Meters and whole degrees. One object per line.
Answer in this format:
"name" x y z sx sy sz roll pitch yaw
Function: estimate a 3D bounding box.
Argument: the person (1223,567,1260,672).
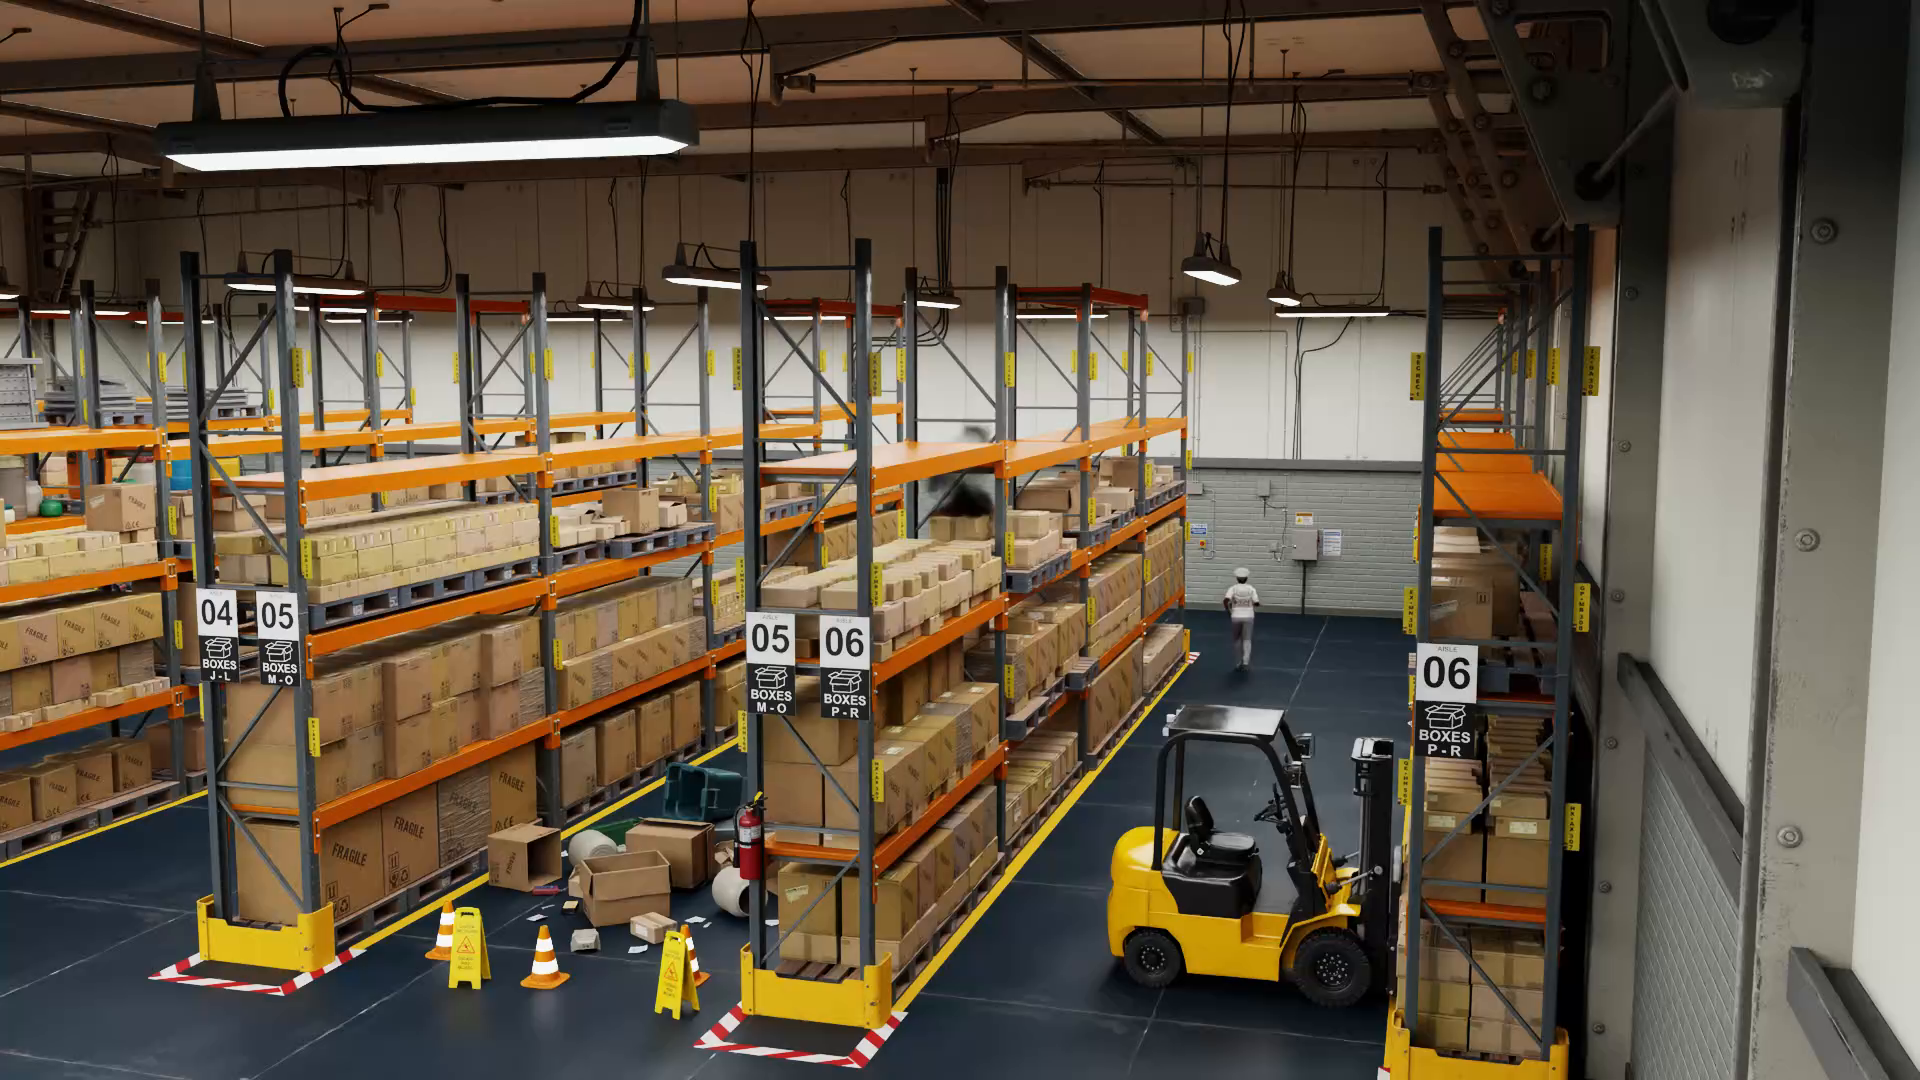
"person" 4.548 1.292 26.886 0.584 1.700 0.875 1 6 10
